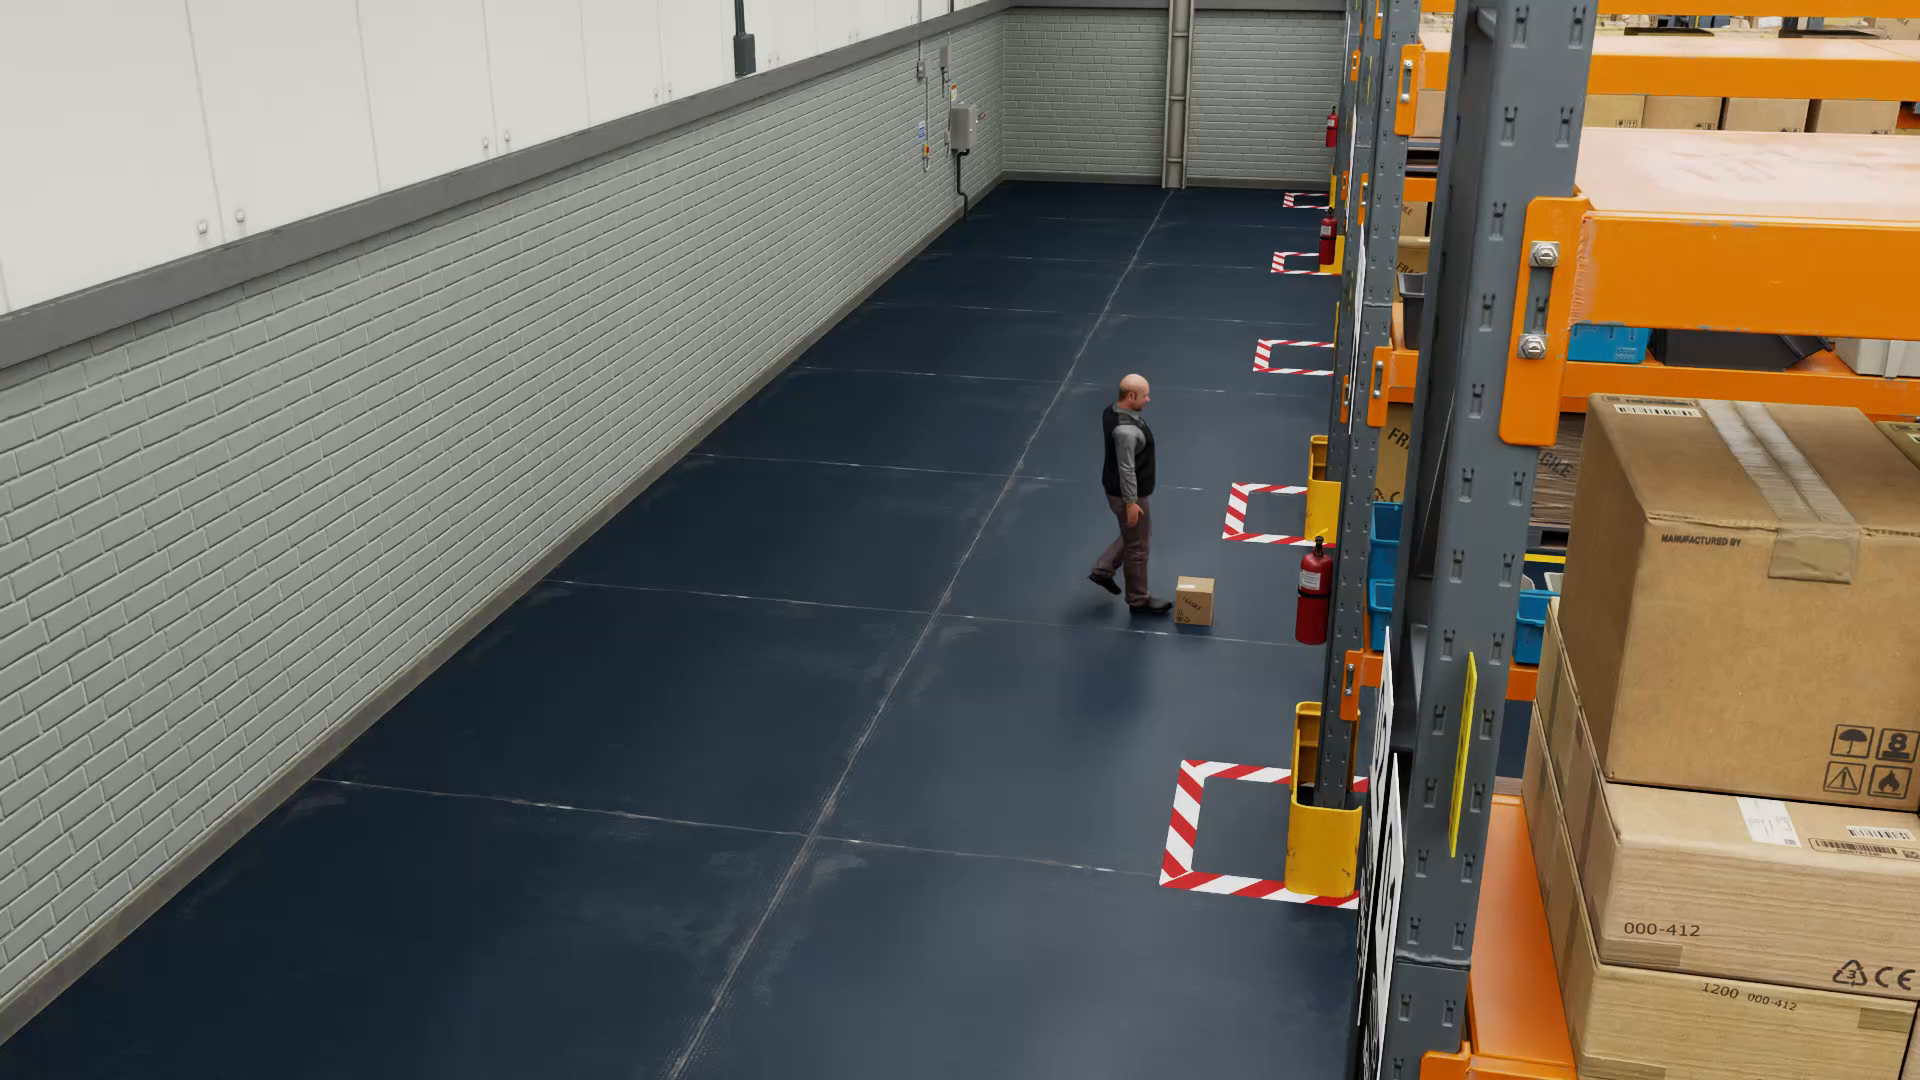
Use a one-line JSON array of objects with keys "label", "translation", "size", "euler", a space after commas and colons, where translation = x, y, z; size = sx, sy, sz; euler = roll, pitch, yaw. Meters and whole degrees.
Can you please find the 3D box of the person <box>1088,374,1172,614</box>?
[{"label": "person", "translation": [1.200, -0.314, 11.374], "size": [0.569, 1.717, 0.565], "euler": [-1, 21, -3]}]
